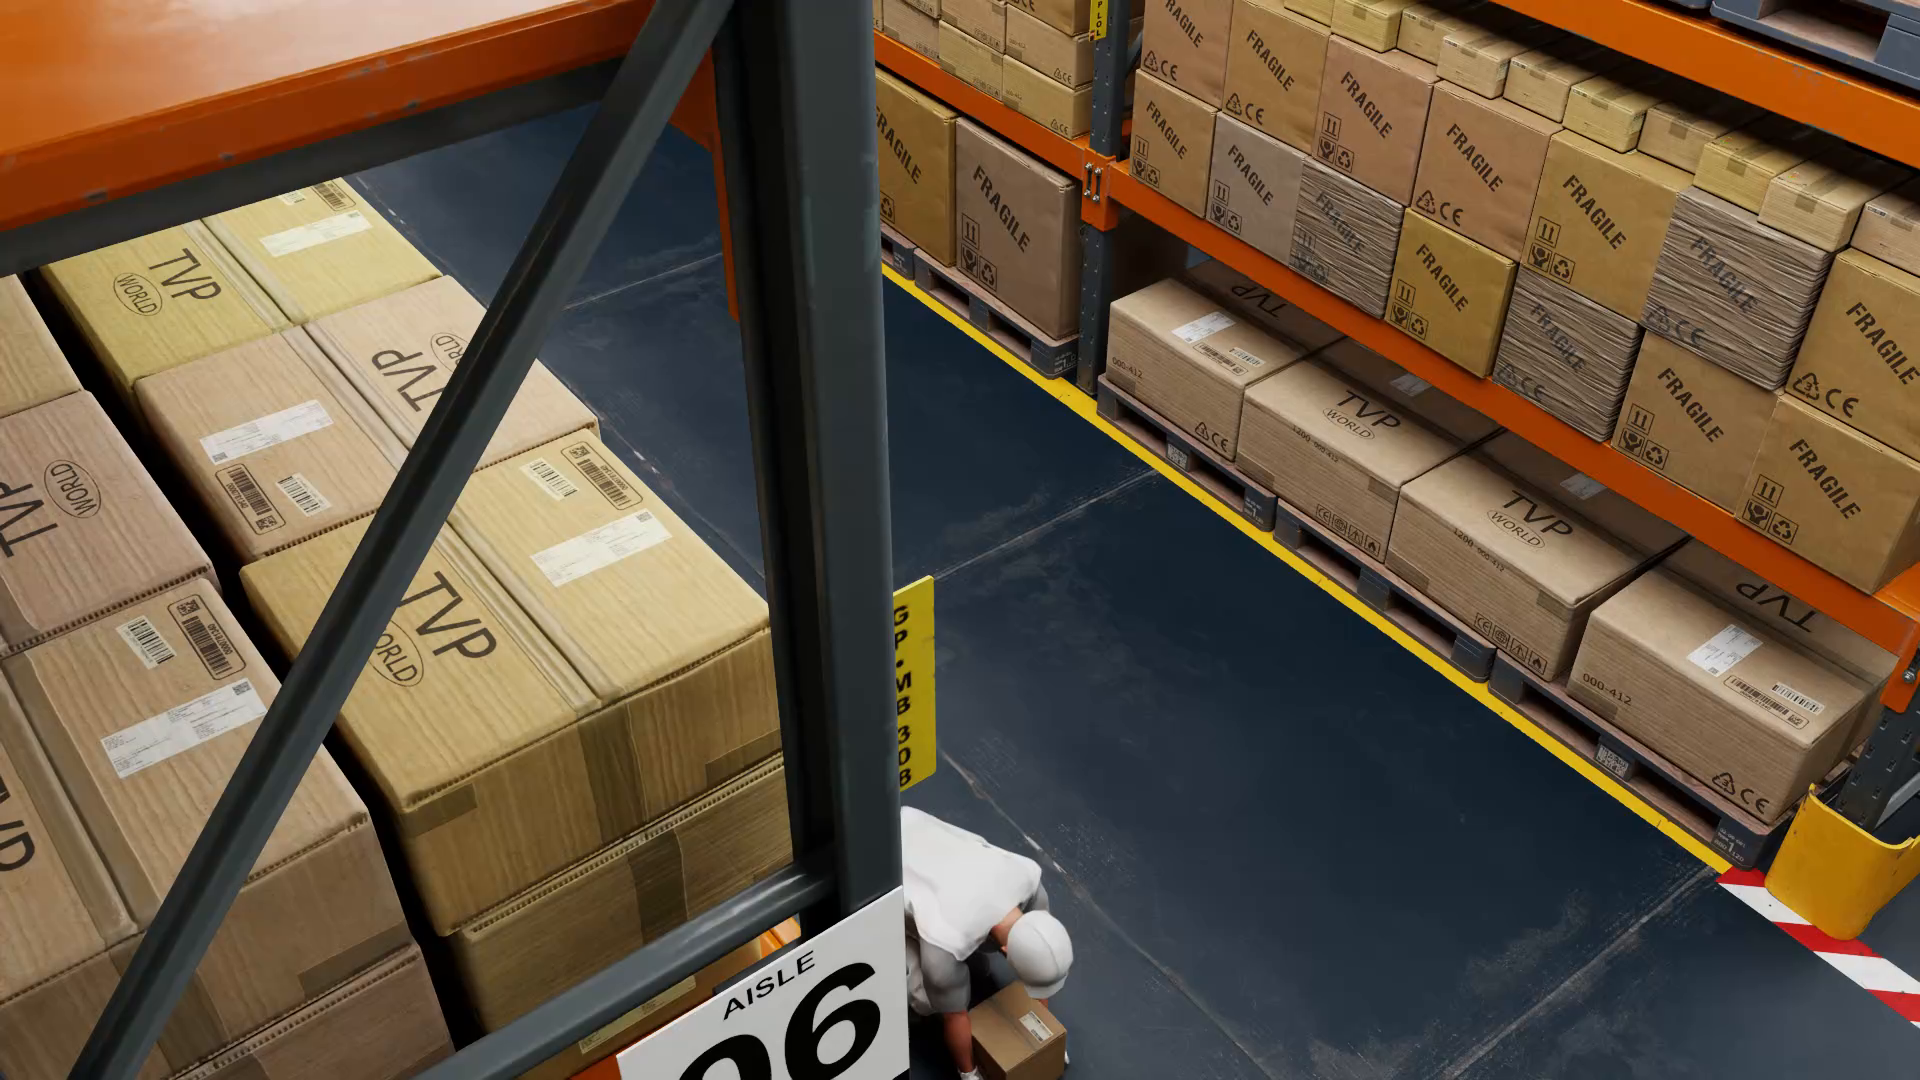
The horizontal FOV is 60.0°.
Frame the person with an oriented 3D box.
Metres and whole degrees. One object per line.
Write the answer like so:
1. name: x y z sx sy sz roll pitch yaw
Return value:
1. person: -0.012 1.310 5.416 0.534 0.844 0.937 -27 47 -29
